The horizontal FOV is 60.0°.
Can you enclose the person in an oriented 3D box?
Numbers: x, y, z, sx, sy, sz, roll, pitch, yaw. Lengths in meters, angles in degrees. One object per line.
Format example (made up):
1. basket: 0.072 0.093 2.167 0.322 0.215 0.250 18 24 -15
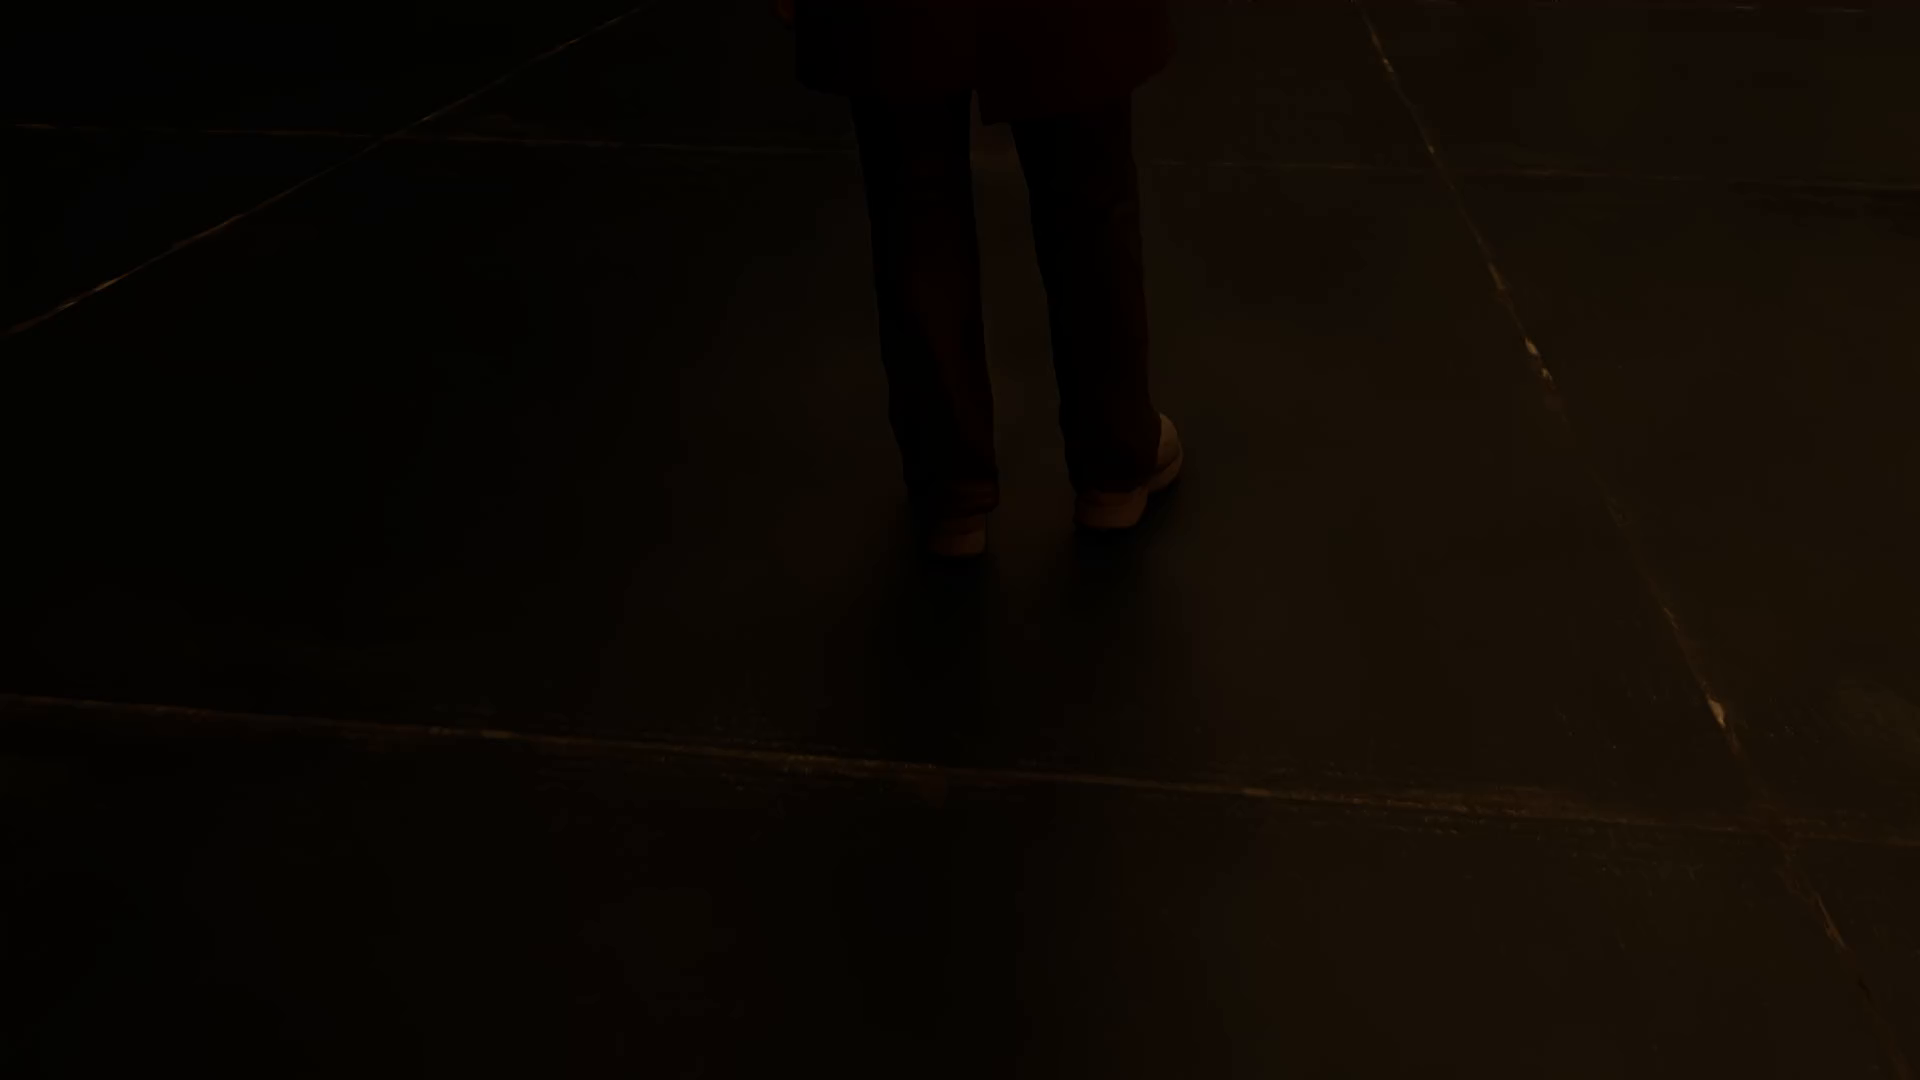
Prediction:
1. person: 0.017 -0.842 2.180 0.694 1.776 0.580 3 27 7
